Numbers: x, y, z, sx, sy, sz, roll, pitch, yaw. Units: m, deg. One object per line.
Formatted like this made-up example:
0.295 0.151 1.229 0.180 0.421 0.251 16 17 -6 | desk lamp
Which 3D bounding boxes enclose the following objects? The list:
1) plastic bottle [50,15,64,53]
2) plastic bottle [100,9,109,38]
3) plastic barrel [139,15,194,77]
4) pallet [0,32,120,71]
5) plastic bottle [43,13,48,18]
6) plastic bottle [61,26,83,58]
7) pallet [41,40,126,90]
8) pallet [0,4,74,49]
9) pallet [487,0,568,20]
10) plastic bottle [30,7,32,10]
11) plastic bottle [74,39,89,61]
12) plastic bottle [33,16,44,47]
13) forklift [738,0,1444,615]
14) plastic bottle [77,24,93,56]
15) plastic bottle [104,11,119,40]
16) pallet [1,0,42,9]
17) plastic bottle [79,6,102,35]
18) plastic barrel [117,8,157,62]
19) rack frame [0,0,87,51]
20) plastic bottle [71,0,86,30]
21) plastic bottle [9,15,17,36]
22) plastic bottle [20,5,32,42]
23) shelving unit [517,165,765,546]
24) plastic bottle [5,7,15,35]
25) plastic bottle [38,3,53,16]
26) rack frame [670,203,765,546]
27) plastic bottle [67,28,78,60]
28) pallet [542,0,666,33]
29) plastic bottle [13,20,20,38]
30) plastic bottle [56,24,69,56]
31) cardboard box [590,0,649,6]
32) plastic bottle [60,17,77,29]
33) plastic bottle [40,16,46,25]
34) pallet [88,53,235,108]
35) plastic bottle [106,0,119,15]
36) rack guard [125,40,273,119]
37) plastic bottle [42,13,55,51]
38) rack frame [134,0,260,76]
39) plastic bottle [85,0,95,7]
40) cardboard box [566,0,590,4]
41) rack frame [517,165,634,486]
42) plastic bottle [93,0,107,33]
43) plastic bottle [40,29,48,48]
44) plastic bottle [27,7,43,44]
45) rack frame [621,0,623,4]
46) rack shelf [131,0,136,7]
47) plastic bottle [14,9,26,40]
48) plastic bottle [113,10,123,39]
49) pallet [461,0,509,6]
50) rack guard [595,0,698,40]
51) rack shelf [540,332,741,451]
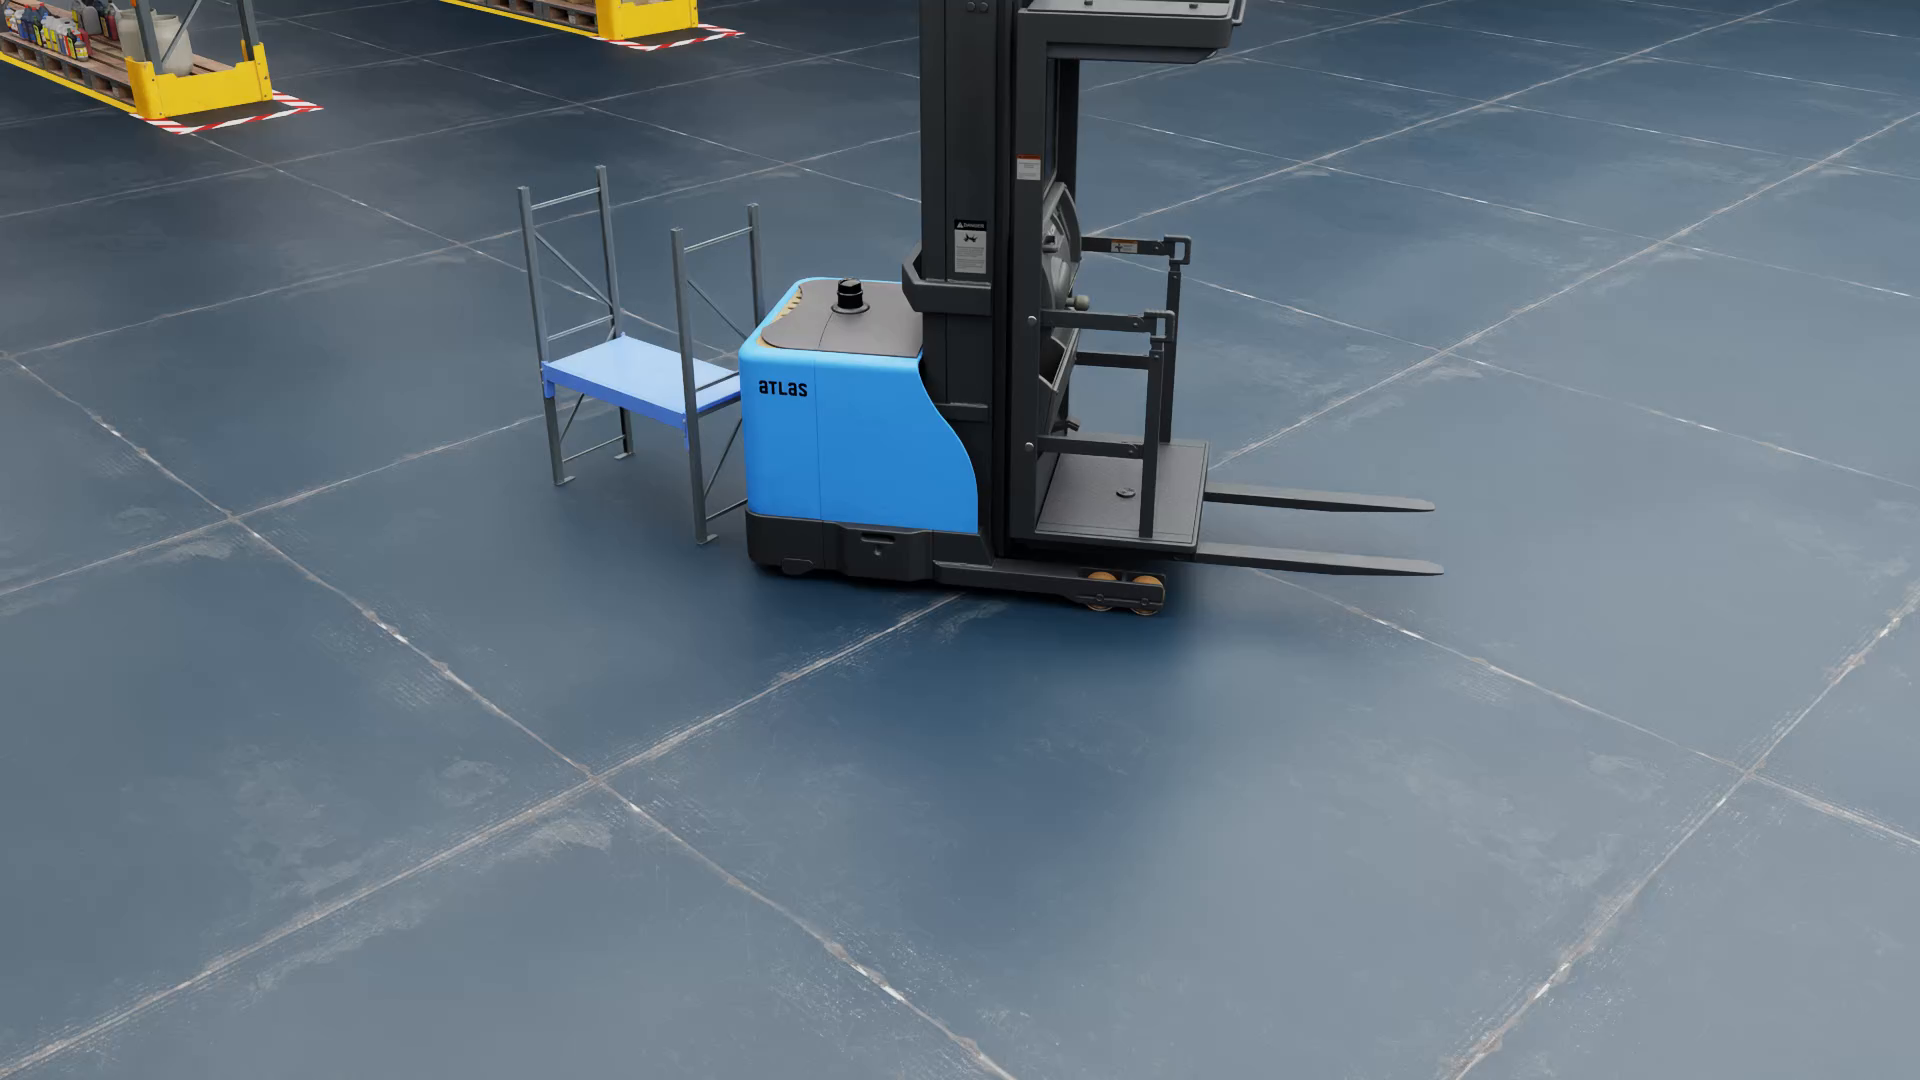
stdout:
-8.879 -4.997 16.404 0.144 0.351 0.185 -24 36 -37 | plastic bottle
-8.759 -5.304 17.061 0.133 0.283 0.061 25 36 38 | plastic bottle
-7.404 -4.606 15.508 0.421 0.512 0.421 0 28 0 | plastic barrel
-9.284 -5.170 17.355 1.213 0.211 1.003 25 36 38 | pallet
-9.261 -5.216 16.905 0.097 0.271 0.097 0 28 0 | plastic bottle
-8.659 -4.866 16.235 0.135 0.276 0.152 25 37 39 | plastic bottle
-8.410 -4.772 16.598 1.213 0.211 1.003 25 36 38 | pallet
-10.321 -5.646 18.261 1.213 0.211 1.003 25 36 38 | pallet
-4.883 -6.441 19.772 1.213 0.211 1.003 25 36 38 | pallet
-9.490 -5.319 17.089 0.133 0.283 0.061 25 36 38 | plastic bottle
-8.498 -4.742 16.079 0.097 0.201 0.097 0 28 0 | plastic bottle
-9.226 -5.099 16.670 0.061 0.283 0.133 -23 36 -37 | plastic bottle
0.614 -1.243 6.965 3.031 2.935 1.130 5 28 9 | forklift
-8.585 -4.905 16.301 0.133 0.283 0.061 25 36 38 | plastic bottle
-8.666 -5.257 16.971 0.133 0.283 0.061 25 36 38 | plastic bottle
-11.195 -6.044 19.018 1.213 0.211 1.003 25 36 38 | pallet
-9.021 -5.392 17.235 0.135 0.276 0.152 25 36 38 | plastic bottle
-7.762 -4.769 15.819 0.421 0.512 0.421 0 28 0 | plastic barrel
-9.734 -6.637 17.149 0.127 3.000 1.000 25 36 38 | rack frame
-9.173 -5.497 17.354 0.185 0.351 0.144 25 36 38 | plastic bottle
-9.741 -5.310 17.160 0.097 0.201 0.097 0 28 0 | plastic bottle
-9.449 -5.258 16.900 0.144 0.351 0.185 -24 36 -38 | plastic bottle
-1.454 -0.880 7.811 1.048 1.500 0.538 20 34 33 | shelving unit
-9.814 -5.375 17.207 0.097 0.271 0.097 0 28 0 | plastic bottle
-9.348 -5.306 16.991 0.185 0.351 0.144 25 36 38 | plastic bottle
-1.056 -0.732 7.531 0.032 1.500 0.500 20 34 33 | rack frame
-8.594 -4.810 16.121 0.061 0.283 0.133 -24 36 -38 | plastic bottle
-4.018 -6.043 19.015 1.213 0.211 1.003 25 36 38 | pallet
-9.669 -5.277 17.097 0.097 0.201 0.097 0 28 0 | plastic bottle
-8.758 -4.911 16.321 0.135 0.276 0.152 23 36 37 | plastic bottle
-3.842 -6.264 18.675 0.500 0.500 0.500 -18 33 -30 | cardboard box
-8.925 -5.082 16.646 0.135 0.276 0.152 25 36 38 | plastic bottle
-9.183 -5.126 16.734 0.097 0.271 0.097 0 28 0 | plastic bottle
-7.544 -4.374 15.841 1.213 0.211 1.003 25 36 38 | pallet
-8.705 -5.377 17.126 0.185 0.351 0.144 24 36 38 | plastic bottle
-6.968 -4.235 15.266 0.348 0.500 1.175 25 36 38 | rack guard
-9.011 -5.058 16.519 0.185 0.351 0.144 24 36 38 | plastic bottle
-6.881 -5.332 14.667 0.127 3.000 1.000 25 36 38 | rack frame
-9.072 -5.545 17.445 0.185 0.351 0.144 23 36 37 | plastic bottle
-4.293 -6.448 19.024 0.500 0.500 0.500 -15 31 -27 | cardboard box
-1.852 -1.027 8.091 0.032 1.500 0.500 20 34 33 | rack frame
-8.935 -5.482 17.326 0.185 0.351 0.144 22 35 36 | plastic bottle
-9.129 -5.030 16.627 0.097 0.201 0.097 0 28 0 | plastic bottle
-9.314 -5.197 16.783 0.185 0.351 0.144 23 35 36 | plastic bottle
-3.409 -6.975 17.793 0.127 3.000 1.000 25 36 38 | rack frame
-8.307 -5.666 16.075 4.000 0.370 1.077 25 36 38 | rack shelf
-9.564 -5.280 17.023 0.152 0.276 0.135 -24 36 -37 | plastic bottle
-8.592 -5.289 17.040 0.152 0.276 0.135 -25 36 -38 | plastic bottle
-5.757 -6.839 20.530 1.213 0.211 1.003 25 36 38 | pallet
-3.463 -5.894 18.422 0.348 0.500 1.175 25 36 38 | rack guard
-1.454 -0.720 7.895 1.000 0.185 0.538 20 34 33 | rack shelf
